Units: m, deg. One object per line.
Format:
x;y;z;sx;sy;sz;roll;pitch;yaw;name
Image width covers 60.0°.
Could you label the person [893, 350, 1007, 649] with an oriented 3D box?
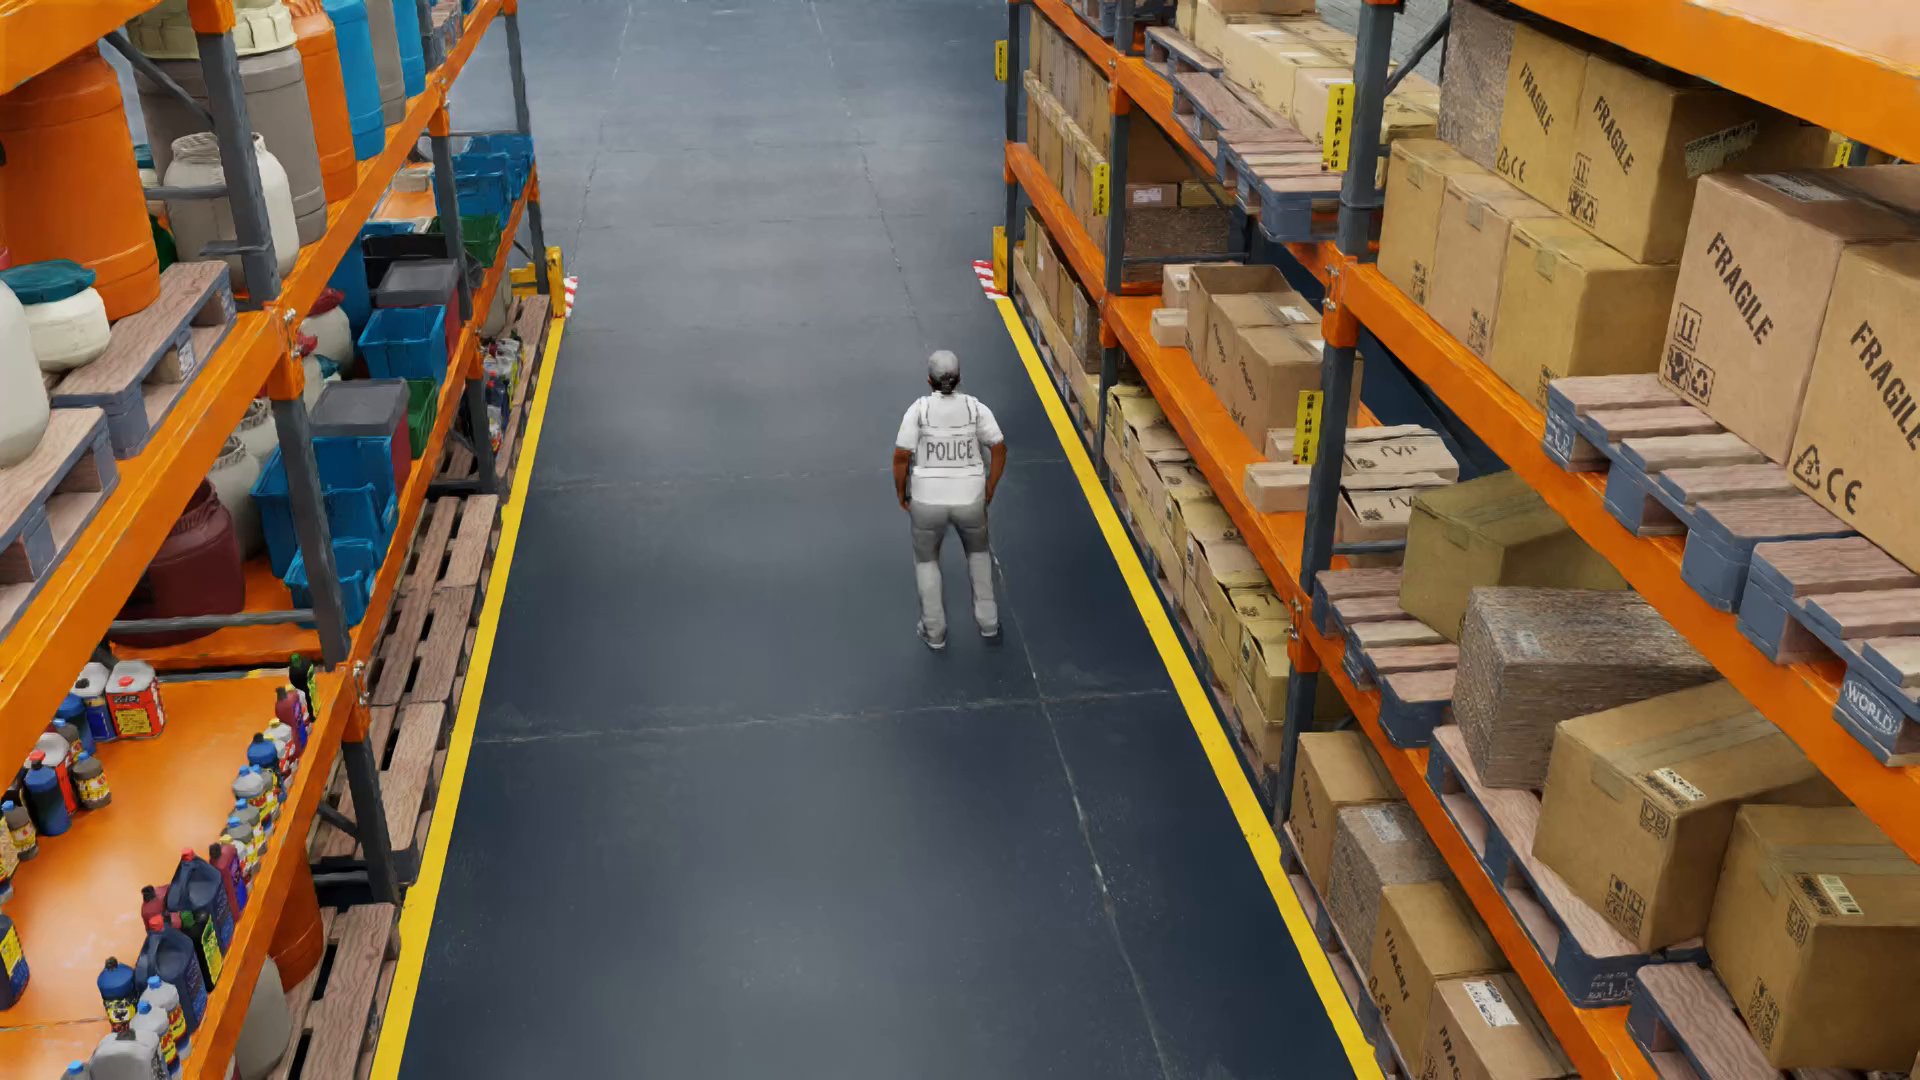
-0.060;-0.238;9.120;0.621;1.619;0.556;-4;28;-9;person
